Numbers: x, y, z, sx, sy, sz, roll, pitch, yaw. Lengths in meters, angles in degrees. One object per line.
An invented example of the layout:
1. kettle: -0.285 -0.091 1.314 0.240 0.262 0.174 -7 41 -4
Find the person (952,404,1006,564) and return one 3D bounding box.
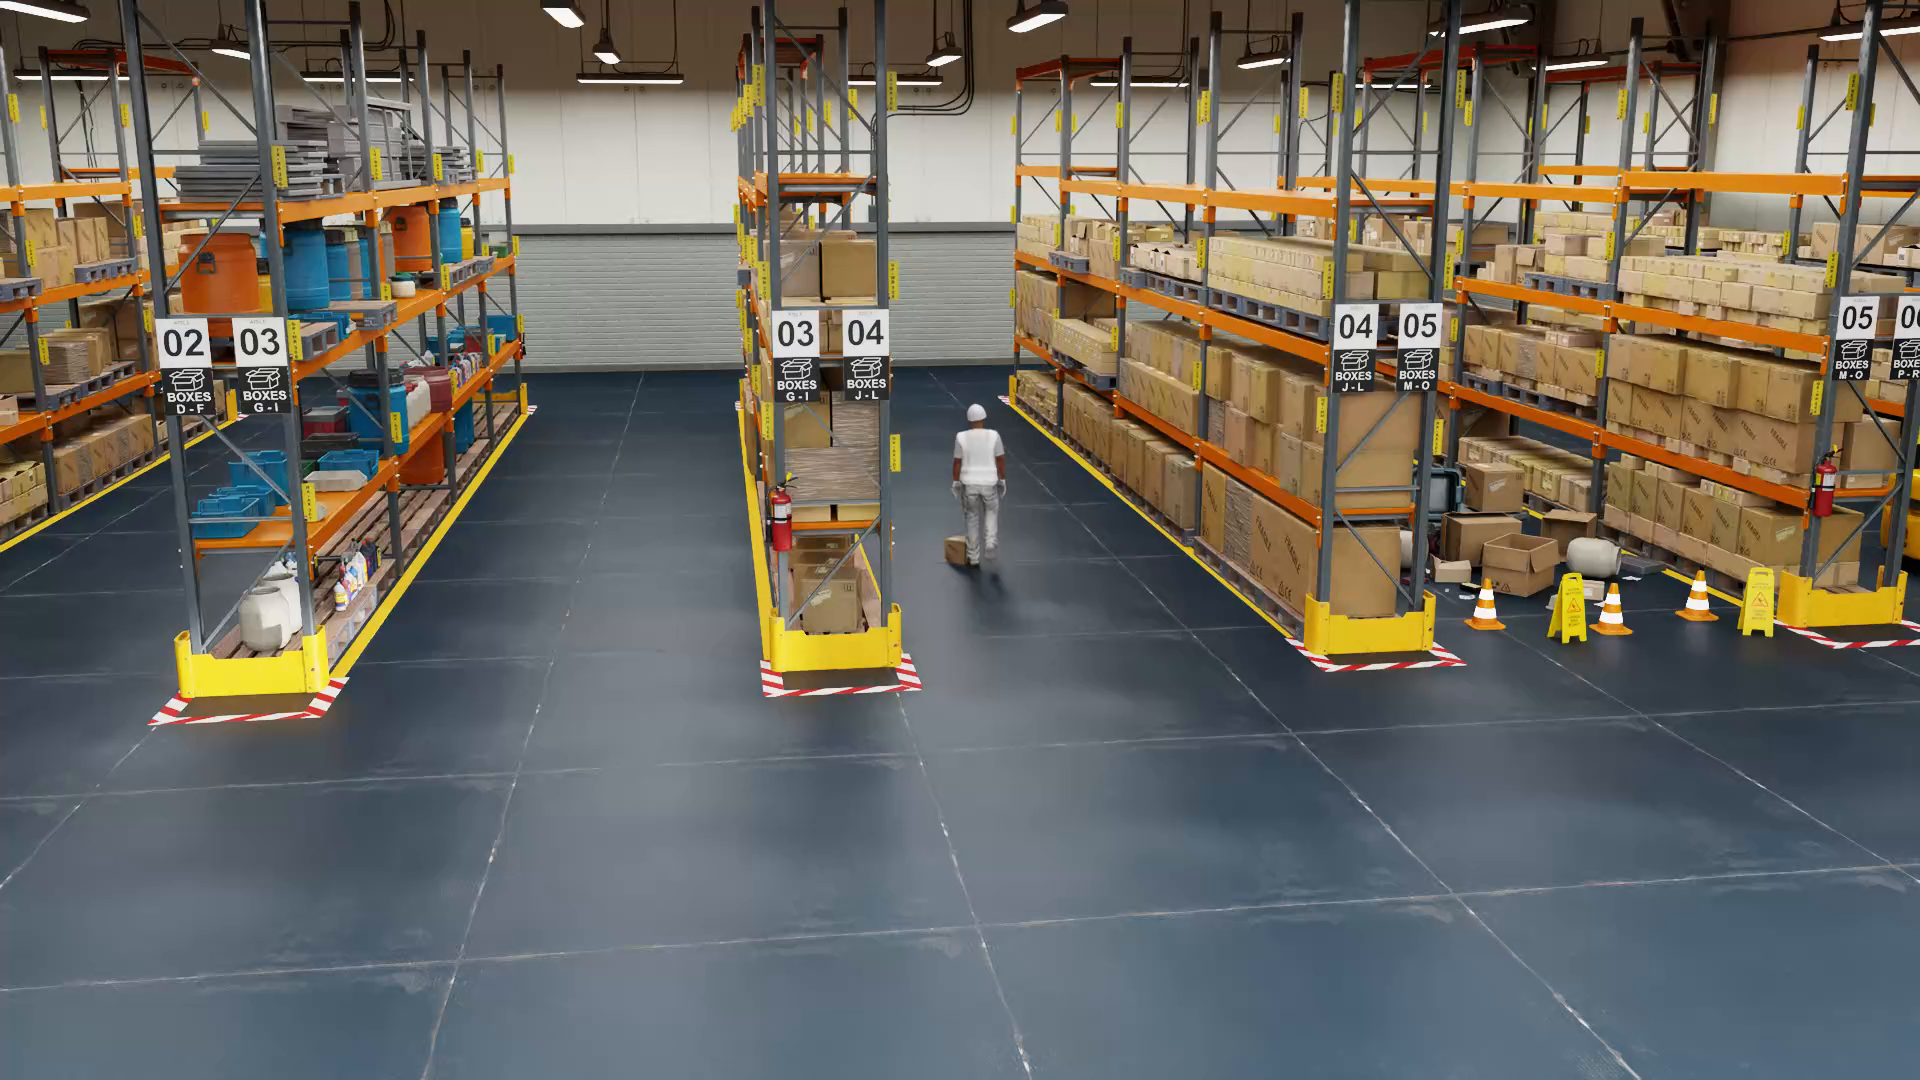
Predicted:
1. person: 0.210 -0.626 18.538 0.598 1.776 0.476 0 13 -1
